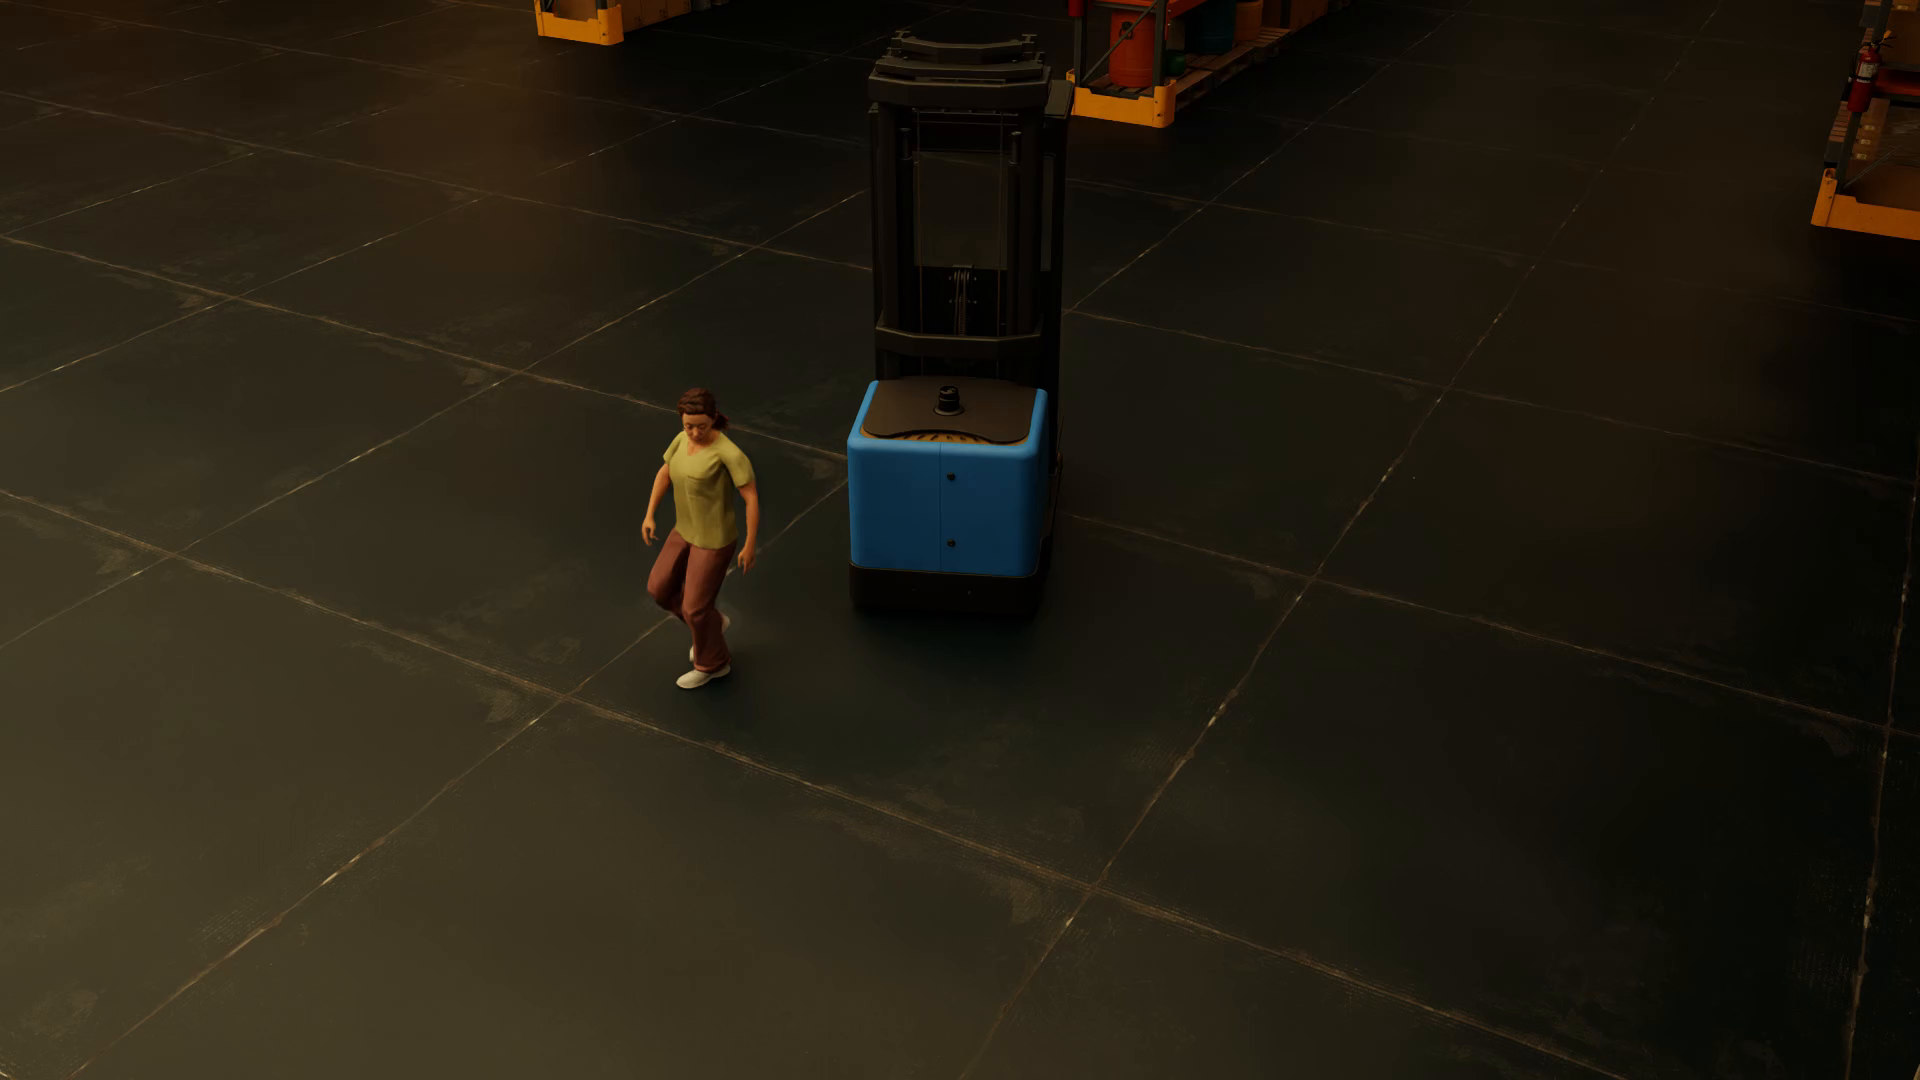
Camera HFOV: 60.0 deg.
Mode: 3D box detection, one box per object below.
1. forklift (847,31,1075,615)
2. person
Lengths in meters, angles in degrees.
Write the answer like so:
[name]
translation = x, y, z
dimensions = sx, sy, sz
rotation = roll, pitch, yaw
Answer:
[forklift]
translation = 0.072, -1.572, 9.794
dimensions = 1.130, 2.935, 3.031
rotation = 3, 30, 6
[person]
translation = -1.284, 0.010, 8.346
dimensions = 0.463, 1.644, 0.692
rotation = -24, 37, -35
